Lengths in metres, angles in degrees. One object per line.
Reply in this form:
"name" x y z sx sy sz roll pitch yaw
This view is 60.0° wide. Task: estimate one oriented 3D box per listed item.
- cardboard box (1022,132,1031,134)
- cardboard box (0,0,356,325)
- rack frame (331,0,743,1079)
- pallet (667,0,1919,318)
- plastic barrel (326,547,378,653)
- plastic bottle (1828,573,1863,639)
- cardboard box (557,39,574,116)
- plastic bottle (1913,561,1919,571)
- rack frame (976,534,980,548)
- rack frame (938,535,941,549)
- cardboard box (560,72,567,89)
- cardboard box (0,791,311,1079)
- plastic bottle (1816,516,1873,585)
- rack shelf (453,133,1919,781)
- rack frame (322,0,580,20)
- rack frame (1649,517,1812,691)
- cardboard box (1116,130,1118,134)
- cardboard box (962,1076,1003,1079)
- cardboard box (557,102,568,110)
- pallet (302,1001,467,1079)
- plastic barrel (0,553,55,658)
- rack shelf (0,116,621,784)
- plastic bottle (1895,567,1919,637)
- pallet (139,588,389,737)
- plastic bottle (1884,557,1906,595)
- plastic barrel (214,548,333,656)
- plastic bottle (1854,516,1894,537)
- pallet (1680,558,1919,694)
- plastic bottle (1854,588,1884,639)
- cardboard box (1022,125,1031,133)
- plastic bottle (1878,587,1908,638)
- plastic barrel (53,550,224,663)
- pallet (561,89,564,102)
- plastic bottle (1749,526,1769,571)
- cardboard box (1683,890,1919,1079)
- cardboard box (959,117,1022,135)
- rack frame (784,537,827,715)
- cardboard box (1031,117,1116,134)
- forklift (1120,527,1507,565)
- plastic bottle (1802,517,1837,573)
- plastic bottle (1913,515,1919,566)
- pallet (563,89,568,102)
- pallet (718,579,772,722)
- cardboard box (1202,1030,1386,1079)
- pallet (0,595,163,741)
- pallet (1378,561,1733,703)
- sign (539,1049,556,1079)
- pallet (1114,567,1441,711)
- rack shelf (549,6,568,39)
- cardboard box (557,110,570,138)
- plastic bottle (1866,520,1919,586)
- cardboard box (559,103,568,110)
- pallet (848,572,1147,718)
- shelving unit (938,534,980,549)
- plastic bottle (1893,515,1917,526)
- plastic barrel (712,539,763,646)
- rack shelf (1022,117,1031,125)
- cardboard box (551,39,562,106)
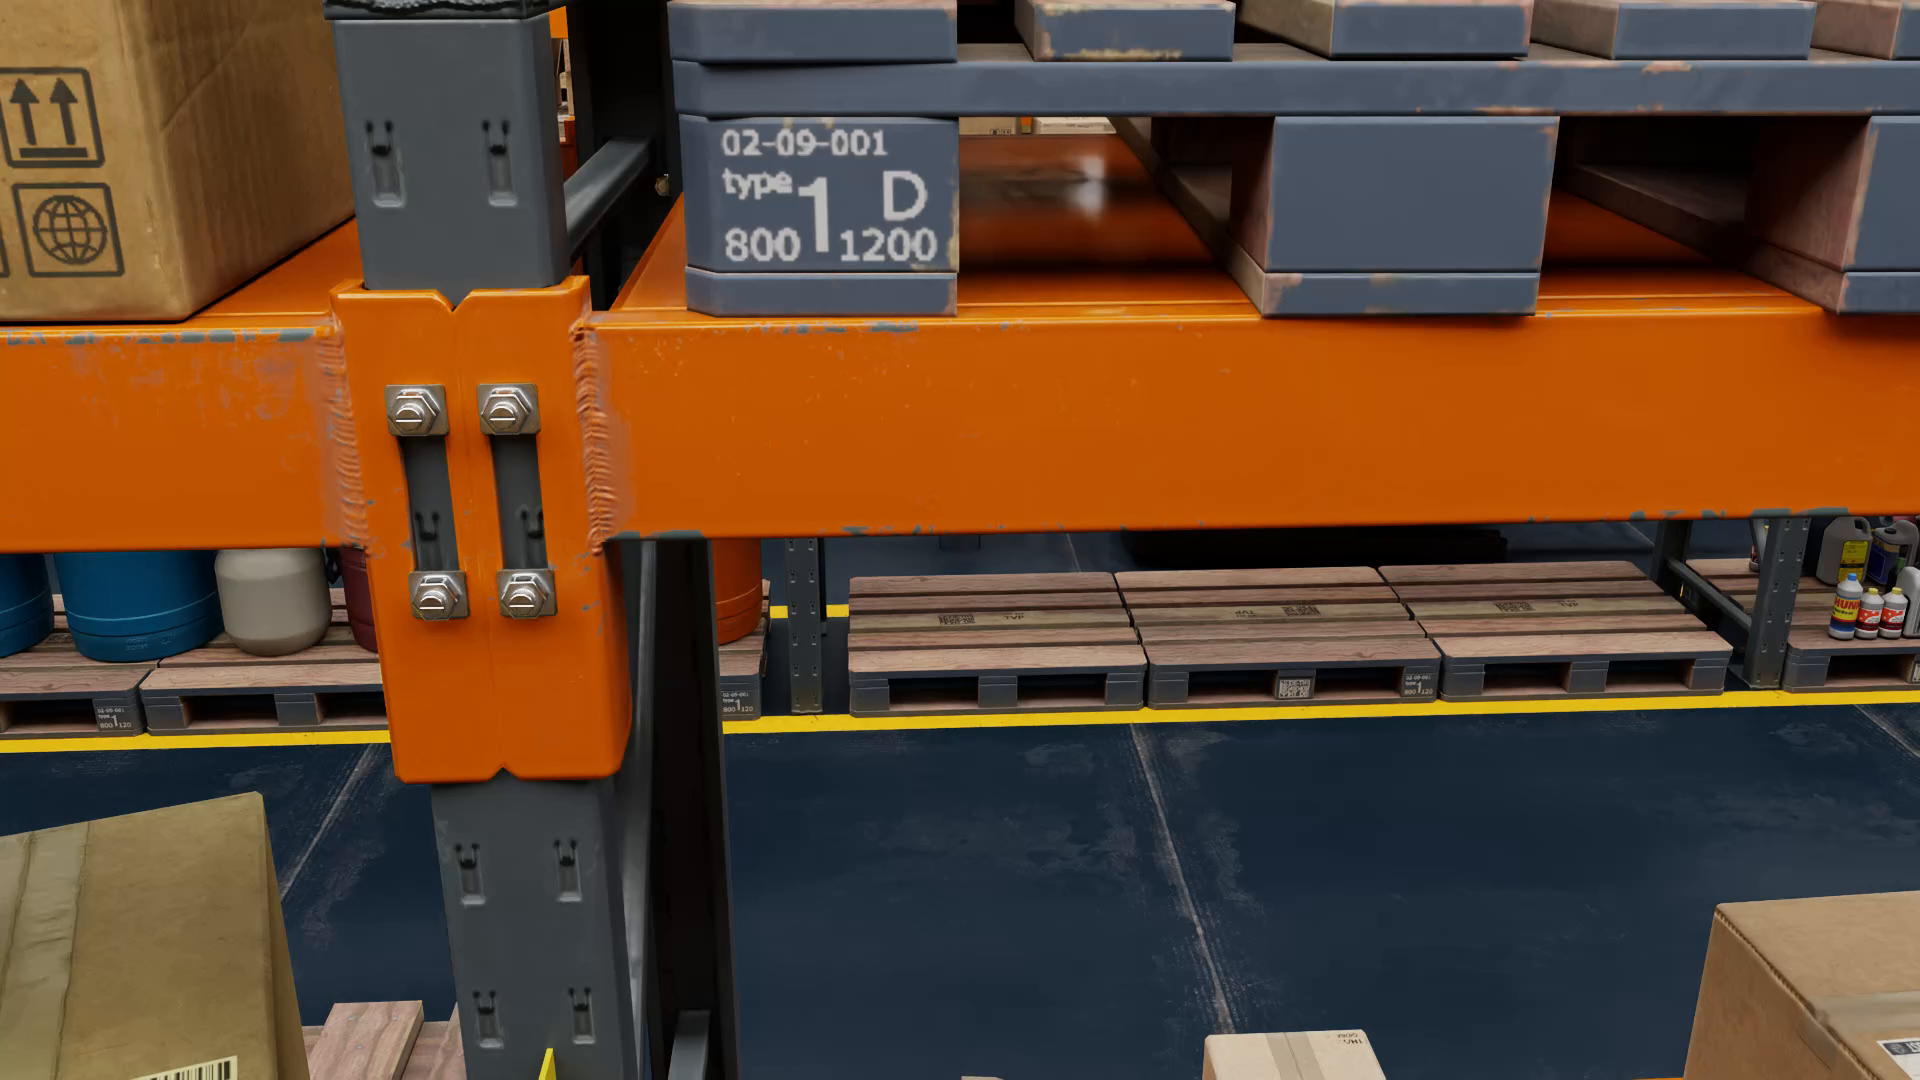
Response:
"cardboard box" 0.371 -3.536 16.264 0.750 0.750 1.050 -1 21 -2
"cardboard box" -0.804 -0.536 1.458 0.500 0.500 0.910 -1 21 -3
"rack frame" -0.371 0.891 2.064 0.127 3.000 1.000 -1 21 -3
"pallet" 0.302 -0.468 1.684 1.003 0.211 1.213 0 21 -1
"plastic barrel" -2.264 0.101 6.938 0.708 0.588 0.600 -1 21 -3
"plastic bottle" 3.687 0.269 6.915 0.097 0.271 0.097 0 21 0
"cardboard box" -2.314 -3.122 11.055 0.637 0.503 0.797 -1 21 -2
"plastic bottle" 4.165 0.163 7.083 0.185 0.351 0.144 -1 21 -3
"rack frame" 0.093 -0.422 8.466 0.006 0.900 0.240 -1 21 -3
"rack frame" -0.110 -0.418 8.455 0.006 0.900 0.240 -1 21 -3
"cardboard box" -3.657 -4.255 15.345 0.250 0.149 0.380 -2 21 -5
"cardboard box" -0.993 0.701 1.833 0.500 0.500 0.700 -8 22 -21
"plastic bottle" 3.979 0.018 7.461 0.185 0.351 0.144 -1 21 -3
"rack shelf" 1.626 -0.215 1.765 4.000 0.370 1.077 -1 21 -3
"rack frame" -0.371 -1.912 0.997 0.127 3.000 1.000 -1 21 -3
"rack frame" 3.344 -0.950 6.899 0.127 3.000 1.000 -1 21 -3
"cardboard box" 1.336 -2.886 11.249 0.637 0.503 0.797 1 21 2
"cardboard box" -0.005 0.941 2.059 0.500 0.311 0.500 0 21 0
"cardboard box" -2.958 -2.729 11.432 0.500 0.500 0.500 -1 21 -3
"pallet" -1.043 1.020 1.997 1.003 0.211 1.213 -1 21 -3
"plastic barrel" -4.099 -0.008 6.784 0.708 0.901 0.600 -1 21 -3
"rack shelf" -2.367 -0.134 1.552 4.000 0.370 1.077 -1 21 -3
"plastic bottle" 4.008 0.251 6.957 0.135 0.276 0.152 0 21 -1
"pallet" -2.649 0.489 7.039 1.213 0.211 1.003 -1 21 -3
"plastic bottle" 4.002 0.209 7.055 0.133 0.283 0.061 -1 21 -3
"plastic barrel" -2.823 0.180 6.838 0.421 0.512 0.421 0 21 0
"plastic bottle" 4.162 -0.037 7.606 0.185 0.351 0.144 -2 21 -6
"pallet" 4.017 0.355 7.393 1.213 0.211 1.003 -1 21 -3
"plastic bottle" 3.789 0.300 6.933 0.097 0.201 0.097 0 21 0
"cardboard box" 0.560 -5.155 21.049 0.625 0.372 0.950 0 21 -1
"plastic bottle" 3.890 0.298 6.938 0.097 0.201 0.097 0 21 0
"plastic barrel" -3.392 -0.022 6.822 0.708 0.901 0.600 -1 21 -3
"pallet" -4.337 -4.185 15.666 1.213 0.211 1.003 -1 21 -3
"plastic bottle" 3.688 0.034 7.629 0.097 0.201 0.097 0 21 0
"cardboard box" 1.304 0.805 2.151 0.500 0.500 0.500 -2 21 -6
"cardboard box" 0.156 -2.943 11.404 0.500 0.500 0.700 2 21 5
"rack frame" -0.650 -0.868 6.686 0.127 3.000 1.000 -1 21 -3
"cardboard box" 0.754 -2.706 11.134 0.500 0.250 0.500 -2 21 -5
"forklift" 2.332 -1.426 8.247 3.031 2.935 1.130 -1 21 -1
"plastic bottle" 3.970 -0.033 7.596 0.185 0.351 0.144 -2 21 -4
"plastic bottle" 4.484 -0.043 7.623 0.185 0.351 0.144 -1 21 -3
"pallet" -3.089 -4.247 15.831 1.213 0.211 1.003 -1 21 -3
"pallet" -1.434 0.466 7.101 1.213 0.211 1.003 -1 21 -3
"cardboard box" 0.512 0.892 2.415 0.250 0.149 0.380 -1 21 -3
"pallet" -3.870 0.515 6.971 1.213 0.211 1.003 -1 21 -3
"pallet" 2.562 0.383 7.318 1.213 0.211 1.003 -1 21 -3
"sign" -0.330 0.580 1.367 0.005 0.325 0.100 -1 21 -3
"pallet" 1.341 0.409 7.250 1.213 0.211 1.003 -1 21 -3
"rack shelf" -2.646 -1.893 6.174 4.000 0.370 1.077 -1 21 -3
"cardboard box" -2.427 -2.557 10.980 0.500 0.500 0.500 -2 21 -5
"plastic bottle" 4.196 0.050 7.482 0.135 0.276 0.152 -1 21 -3
"cardboard box" -2.459 -2.738 11.457 0.500 0.500 0.500 -2 21 -4
"pallet" 0.126 0.433 7.187 1.213 0.211 1.003 -1 21 -3
"shelving unit" -0.008 -0.420 8.460 0.210 0.900 0.258 -1 21 -3
"plastic bottle" 4.322 -0.023 7.666 0.133 0.283 0.061 0 21 1
"plastic barrel" -1.137 -0.034 6.956 0.708 0.830 0.600 -1 21 -3
"rack shelf" 0.882 -4.096 16.175 4.000 0.370 1.077 -1 21 -3
"cardboard box" -2.983 -3.106 11.013 0.637 0.503 0.797 0 21 -1
